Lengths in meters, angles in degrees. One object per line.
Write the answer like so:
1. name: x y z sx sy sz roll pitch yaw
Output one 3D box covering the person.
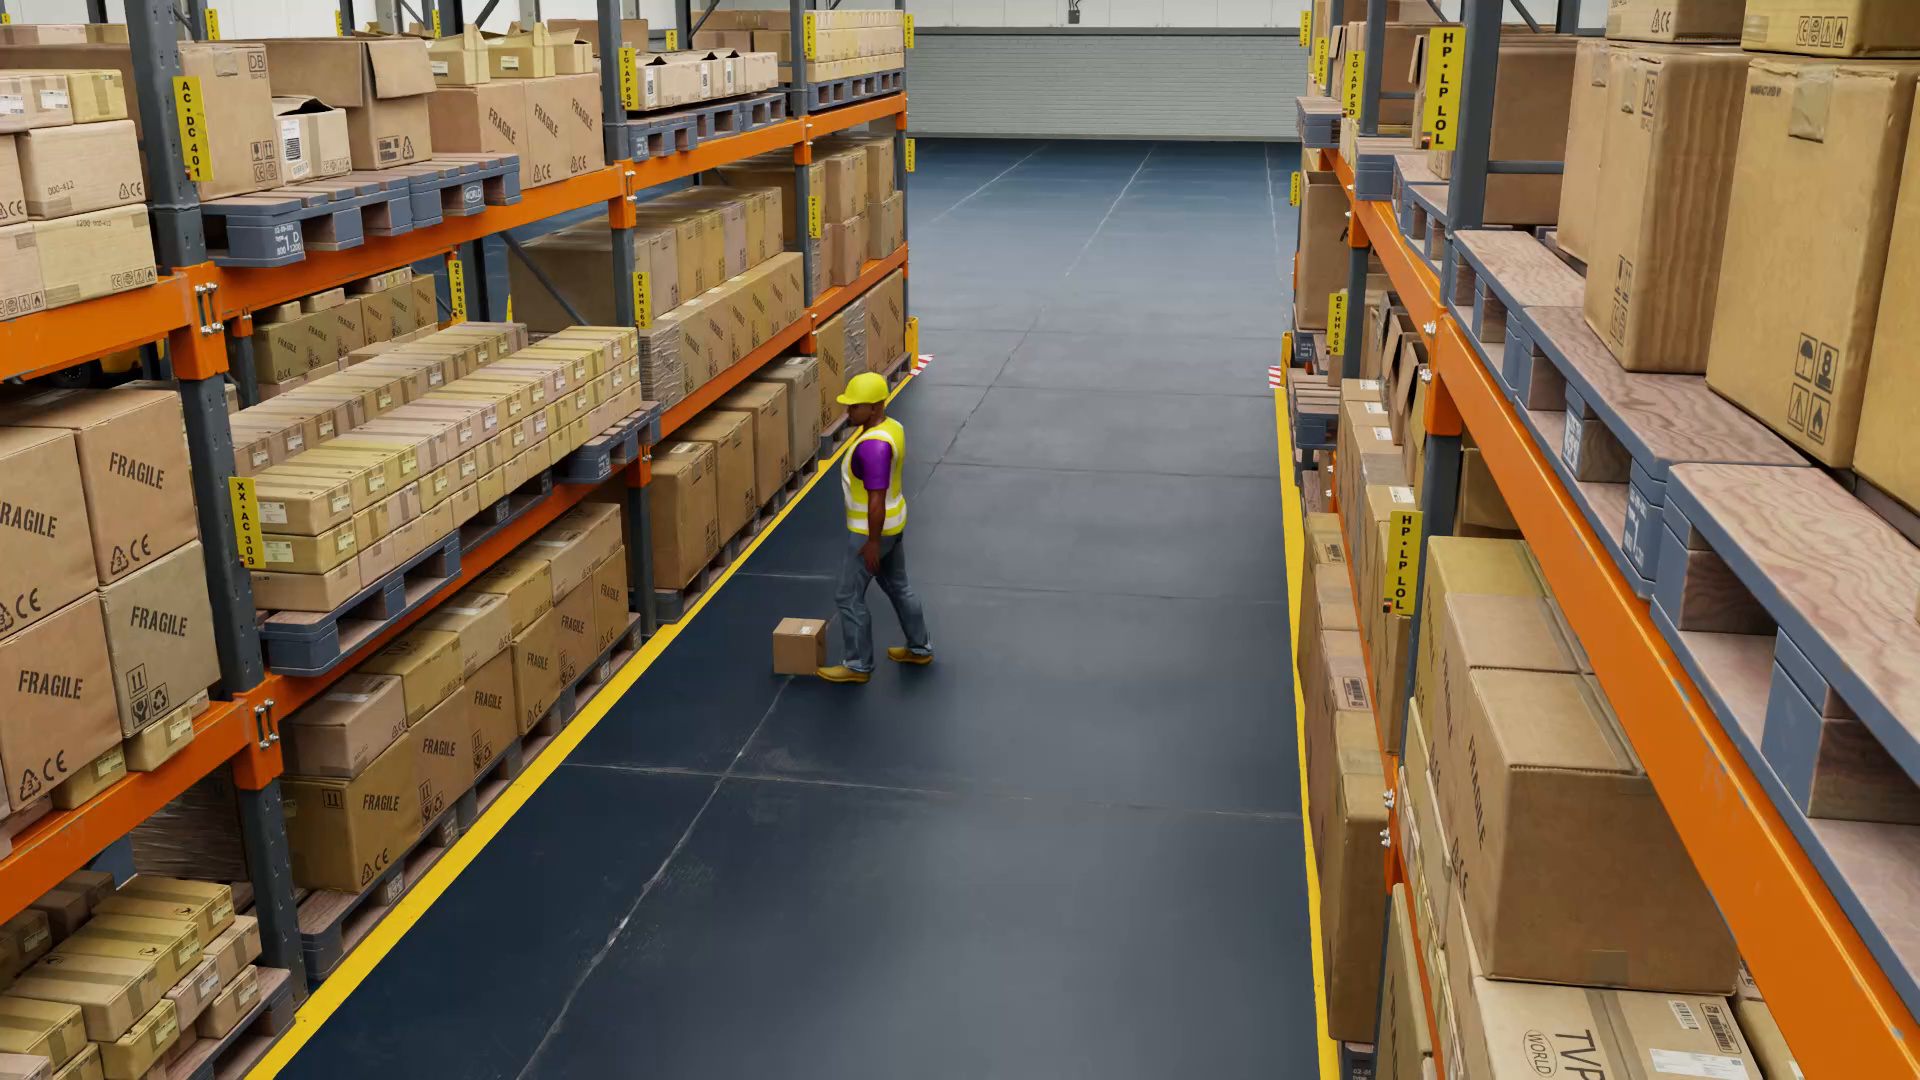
1. person: -0.483 -0.073 9.268 0.606 1.761 0.608 3 18 8
